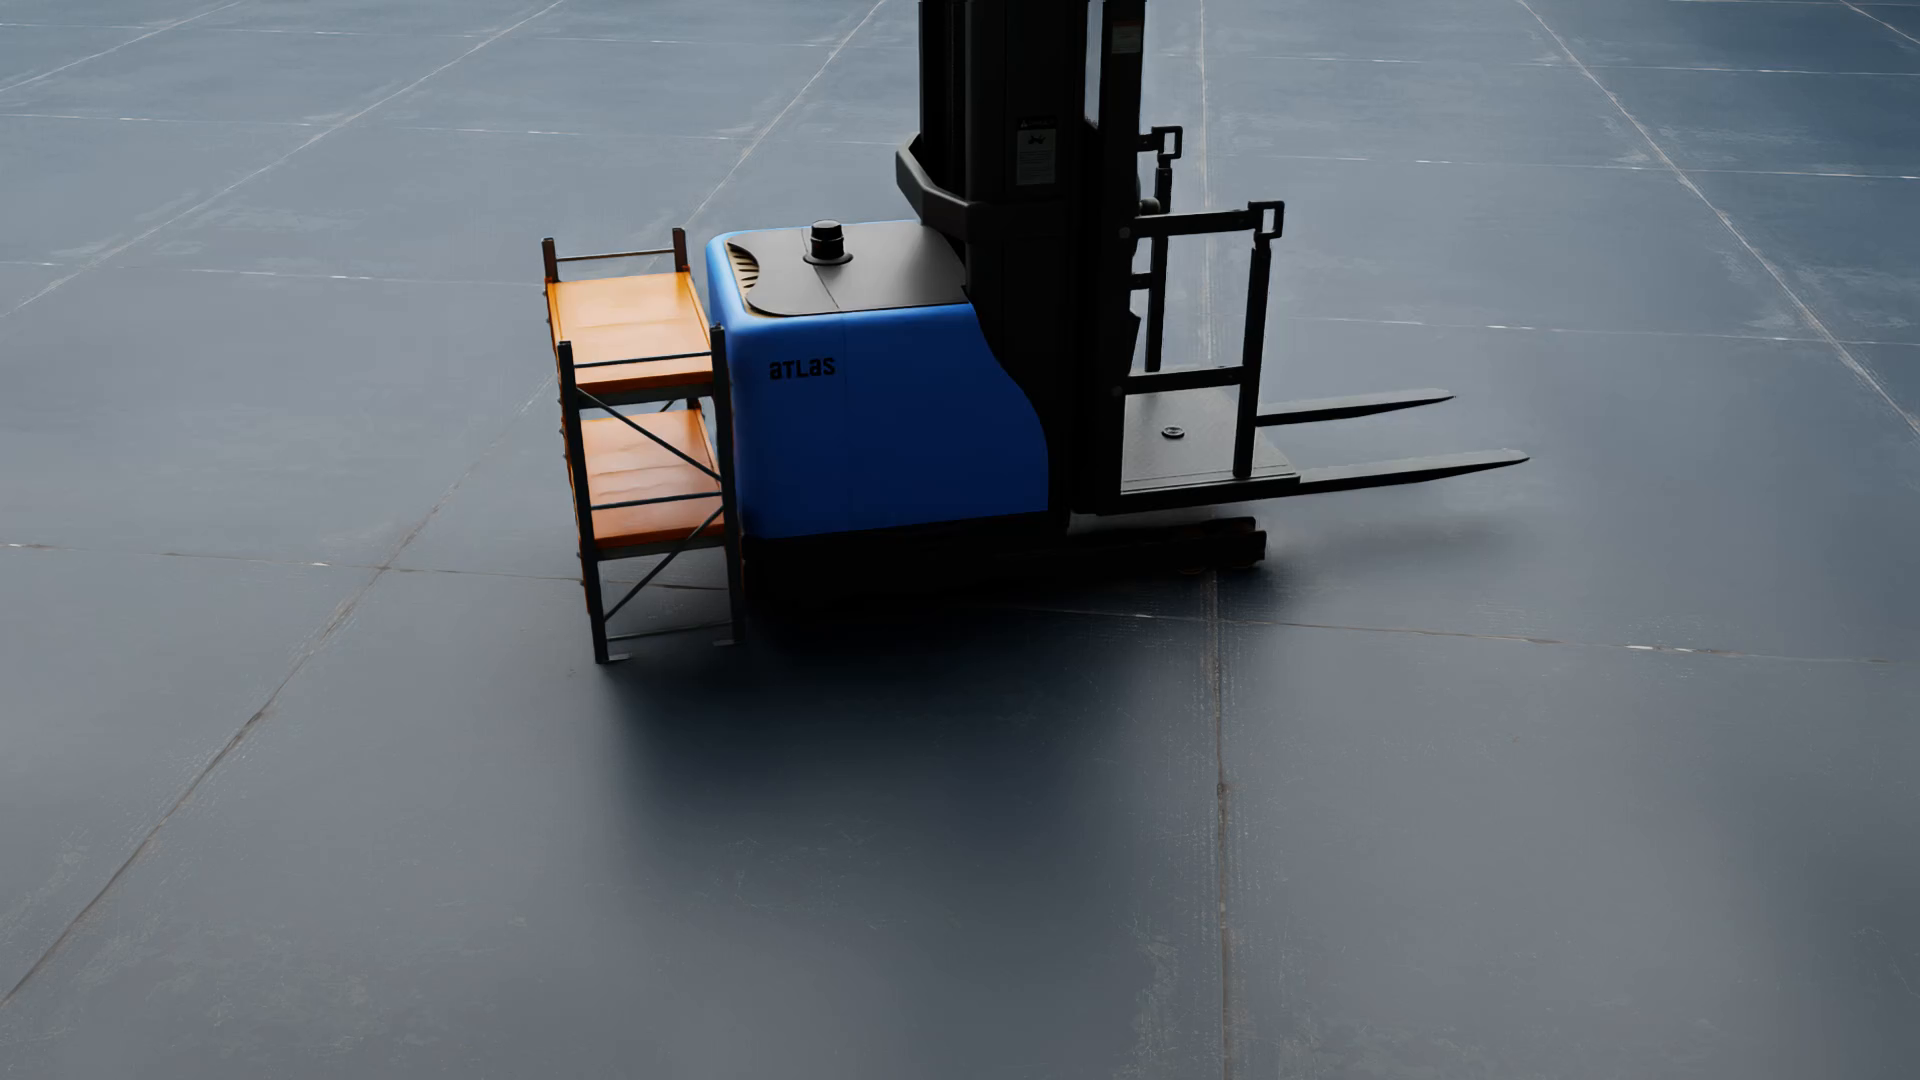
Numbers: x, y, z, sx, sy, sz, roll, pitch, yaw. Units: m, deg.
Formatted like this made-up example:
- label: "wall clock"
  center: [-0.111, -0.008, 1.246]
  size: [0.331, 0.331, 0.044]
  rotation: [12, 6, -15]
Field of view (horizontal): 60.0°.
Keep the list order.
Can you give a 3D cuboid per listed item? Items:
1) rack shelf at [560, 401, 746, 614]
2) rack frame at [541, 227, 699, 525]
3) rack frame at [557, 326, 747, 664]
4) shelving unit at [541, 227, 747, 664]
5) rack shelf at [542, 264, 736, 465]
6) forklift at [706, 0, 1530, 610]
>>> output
- label: "rack shelf"
  center: [-1.095, -0.141, 5.840]
  size: [0.538, 0.278, 1.000]
  rotation: [-7, 29, -13]
- label: "rack frame"
  center: [-1.227, -0.589, 6.157]
  size: [0.500, 1.125, 0.032]
  rotation: [-7, 29, -13]
- label: "rack frame"
  center: [-0.964, -0.123, 5.292]
  size: [0.500, 1.125, 0.032]
  rotation: [-7, 29, -13]
- label: "shelving unit"
  center: [-1.095, -0.356, 5.724]
  size: [0.538, 1.125, 1.048]
  rotation: [-7, 29, -13]
- label: "rack shelf"
  center: [-1.095, -0.613, 5.586]
  size: [0.538, 0.278, 1.000]
  rotation: [-7, 29, -13]
- label: "forklift"
  center: [0.634, -1.403, 5.763]
  size: [3.031, 2.935, 1.130]
  rotation: [-6, 29, -11]
